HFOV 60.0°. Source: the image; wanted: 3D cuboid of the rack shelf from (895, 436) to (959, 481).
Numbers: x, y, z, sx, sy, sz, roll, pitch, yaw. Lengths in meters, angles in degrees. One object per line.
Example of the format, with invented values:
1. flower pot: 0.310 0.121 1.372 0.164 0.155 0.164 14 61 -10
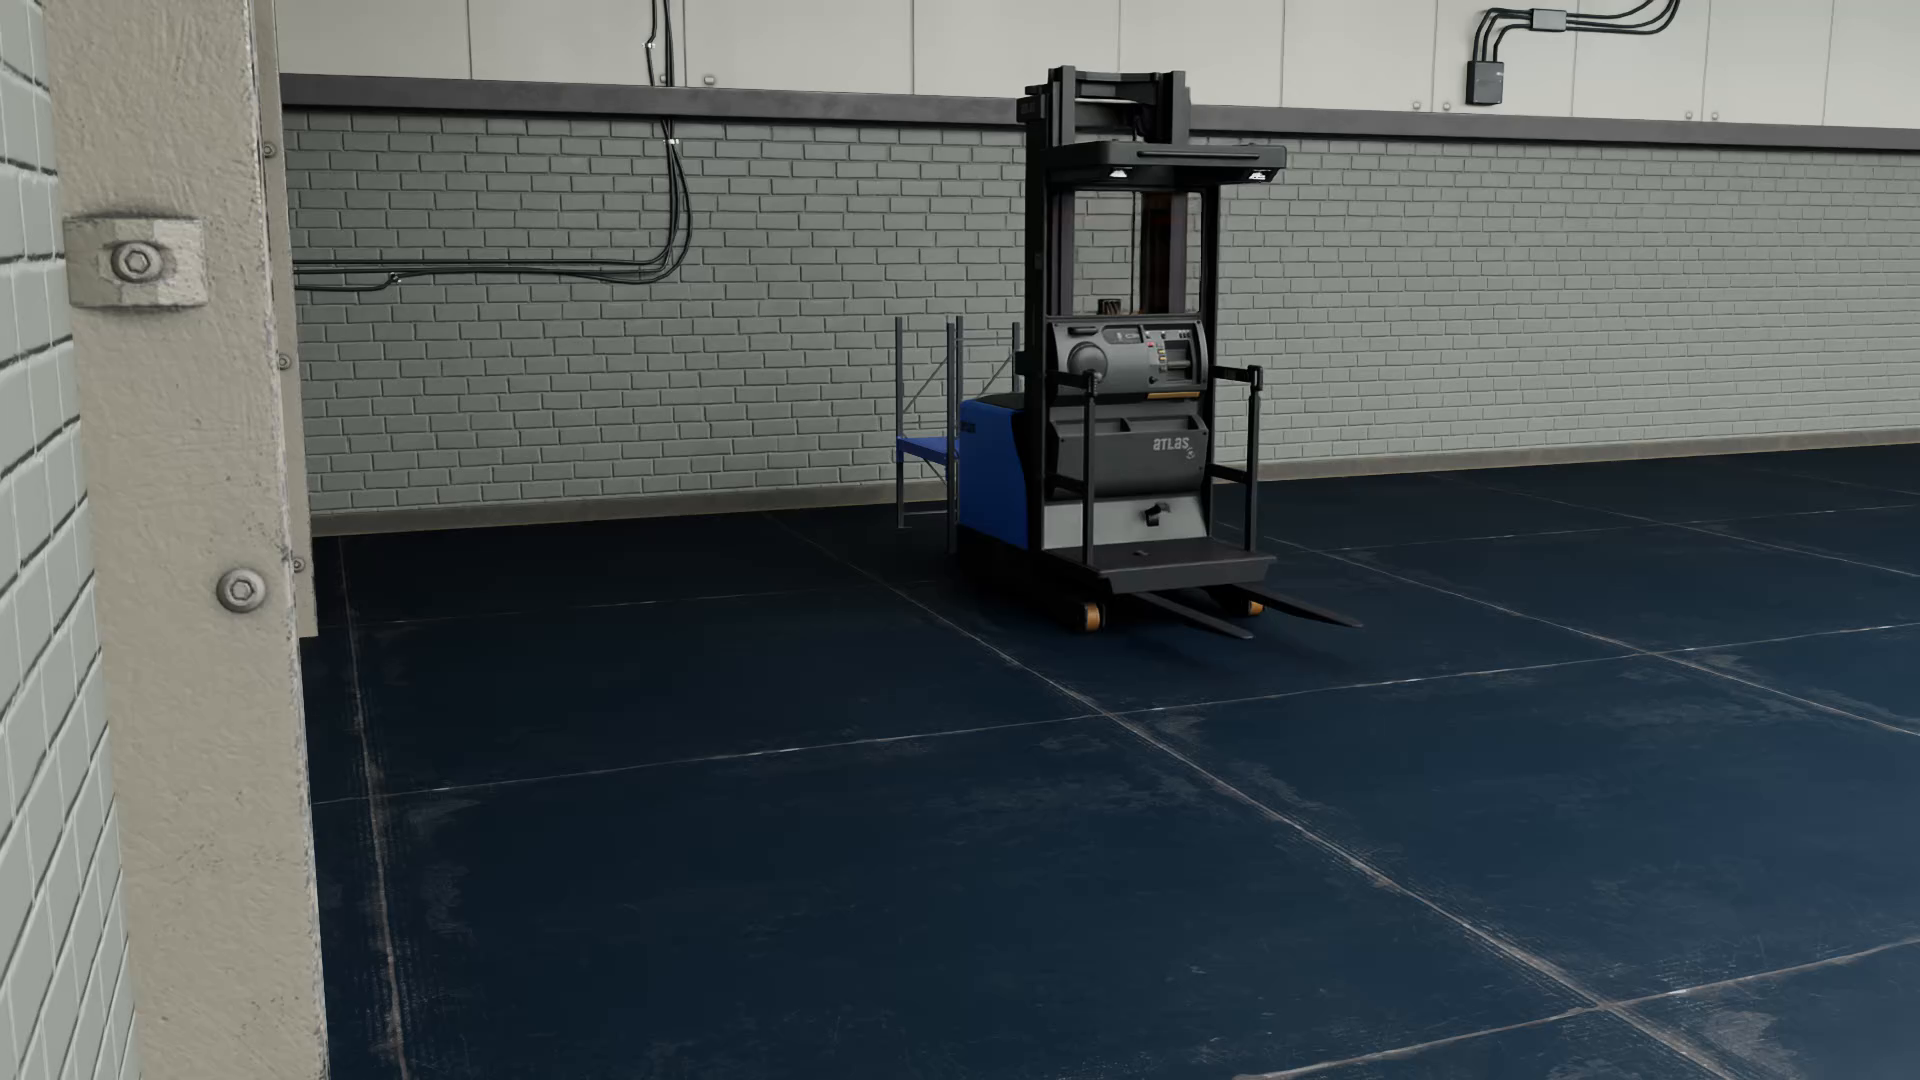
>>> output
1. rack shelf: -0.031 -0.575 11.399 0.538 0.185 1.000 -4 11 -21

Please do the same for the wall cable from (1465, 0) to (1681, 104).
1. wall cable: 5.474 -6.795 14.213 2.305 6.003 0.169 -4 11 -21

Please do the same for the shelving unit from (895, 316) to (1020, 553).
1. shelving unit: -0.031 -0.752 11.367 0.538 1.500 1.048 -4 11 -21

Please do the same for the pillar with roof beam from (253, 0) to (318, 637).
1. pillar with roof beam: 0.467 -4.229 9.499 9.100 9.000 0.400 -4 11 -21

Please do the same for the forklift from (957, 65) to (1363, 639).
1. forklift: 1.018 -1.041 8.905 1.130 2.935 3.031 -4 11 -22

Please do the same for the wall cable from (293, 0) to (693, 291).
1. wall cable: -3.380 -2.992 11.410 3.097 2.526 0.112 -4 11 -21

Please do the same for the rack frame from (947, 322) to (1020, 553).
1. rack frame: 0.153 -0.669 10.901 0.500 1.500 0.032 -4 11 -21

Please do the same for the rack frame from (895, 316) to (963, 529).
1. rack frame: -0.215 -0.835 11.834 0.500 1.500 0.032 -4 11 -21
